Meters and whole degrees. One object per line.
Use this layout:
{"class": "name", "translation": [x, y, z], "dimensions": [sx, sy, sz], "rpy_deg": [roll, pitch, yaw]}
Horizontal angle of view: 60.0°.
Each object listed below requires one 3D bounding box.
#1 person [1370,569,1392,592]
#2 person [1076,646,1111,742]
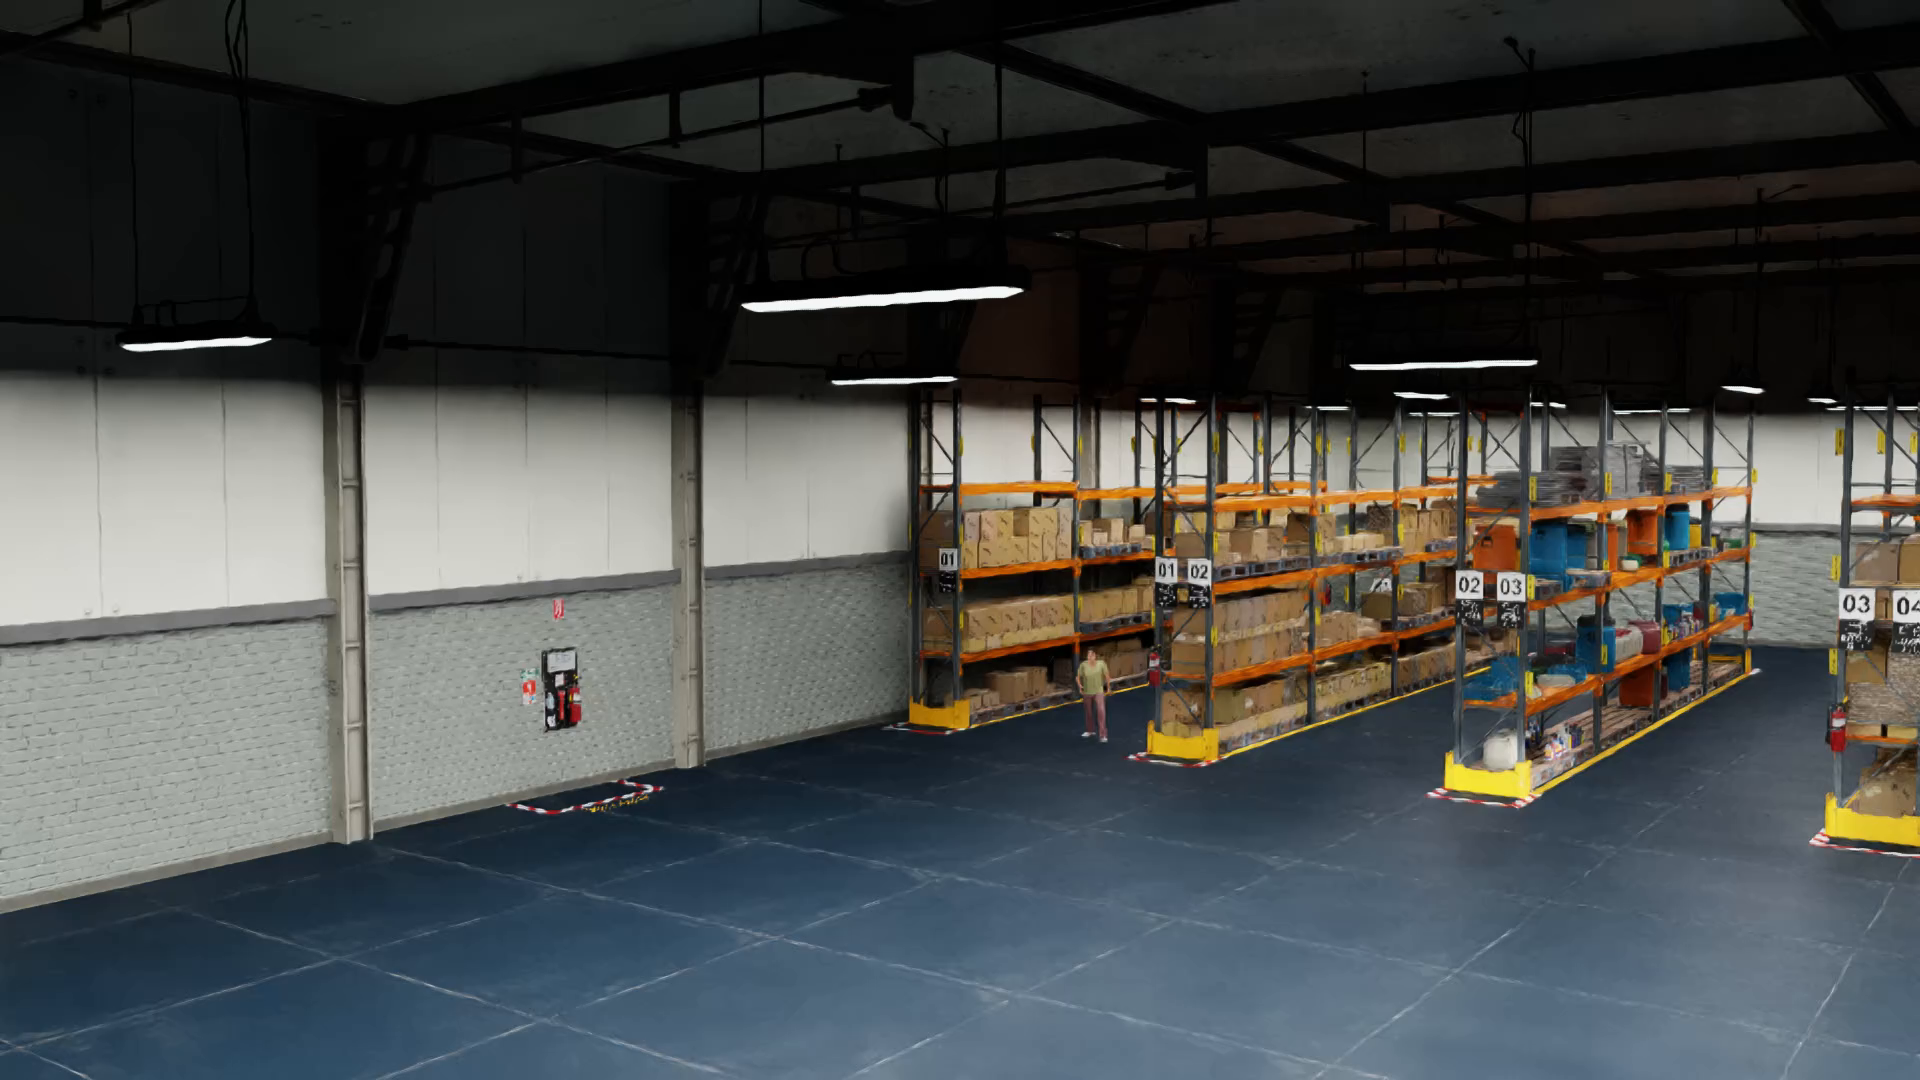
{"class": "person", "translation": [11.593, 1.587, 45.605], "dimensions": [0.618, 1.642, 0.659], "rpy_deg": [2, 4, 27]}
{"class": "person", "translation": [2.282, 2.584, 28.155], "dimensions": [0.615, 1.603, 0.811], "rpy_deg": [1, 3, 17]}
